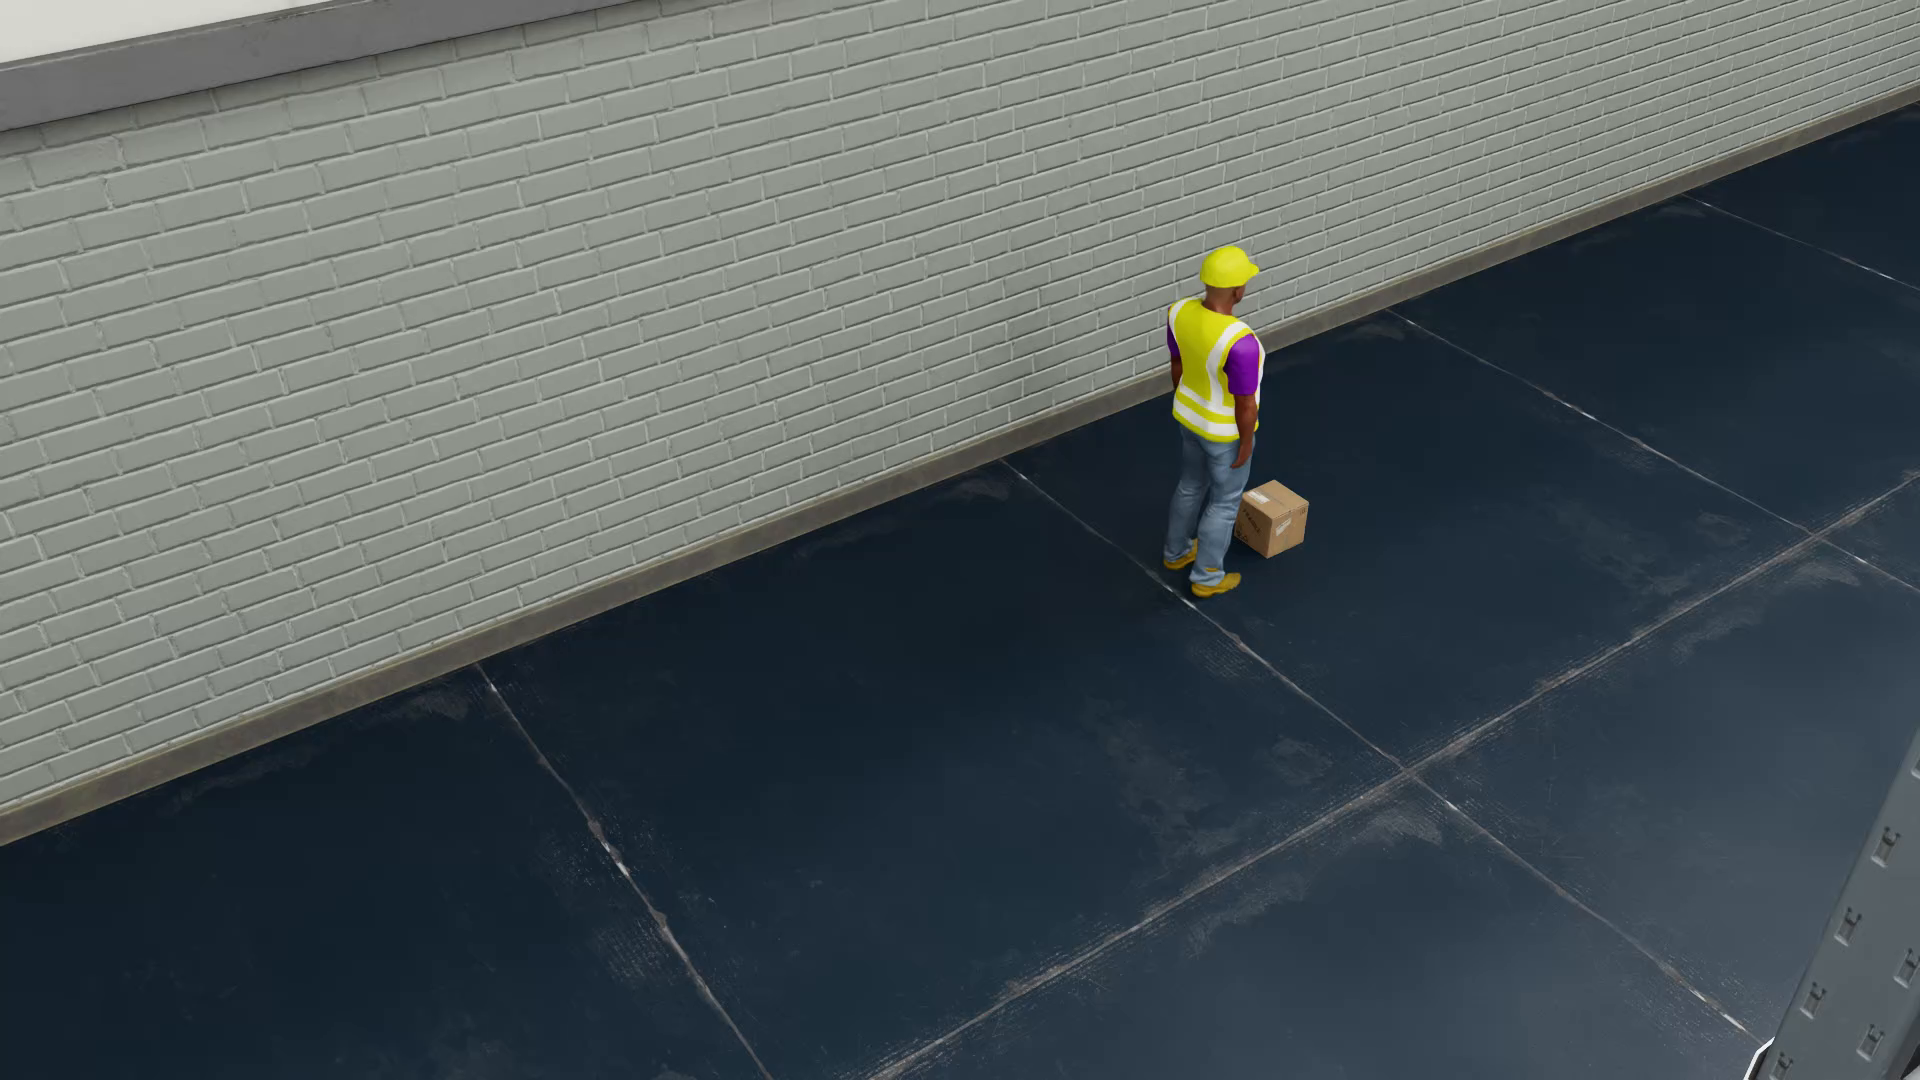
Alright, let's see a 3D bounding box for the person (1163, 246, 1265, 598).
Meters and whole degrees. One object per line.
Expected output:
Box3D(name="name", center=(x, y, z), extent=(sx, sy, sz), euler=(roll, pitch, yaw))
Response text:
Box3D(name="person", center=(1.181, -0.549, 7.762), extent=(0.367, 1.786, 0.563), euler=(-22, 41, -27))
